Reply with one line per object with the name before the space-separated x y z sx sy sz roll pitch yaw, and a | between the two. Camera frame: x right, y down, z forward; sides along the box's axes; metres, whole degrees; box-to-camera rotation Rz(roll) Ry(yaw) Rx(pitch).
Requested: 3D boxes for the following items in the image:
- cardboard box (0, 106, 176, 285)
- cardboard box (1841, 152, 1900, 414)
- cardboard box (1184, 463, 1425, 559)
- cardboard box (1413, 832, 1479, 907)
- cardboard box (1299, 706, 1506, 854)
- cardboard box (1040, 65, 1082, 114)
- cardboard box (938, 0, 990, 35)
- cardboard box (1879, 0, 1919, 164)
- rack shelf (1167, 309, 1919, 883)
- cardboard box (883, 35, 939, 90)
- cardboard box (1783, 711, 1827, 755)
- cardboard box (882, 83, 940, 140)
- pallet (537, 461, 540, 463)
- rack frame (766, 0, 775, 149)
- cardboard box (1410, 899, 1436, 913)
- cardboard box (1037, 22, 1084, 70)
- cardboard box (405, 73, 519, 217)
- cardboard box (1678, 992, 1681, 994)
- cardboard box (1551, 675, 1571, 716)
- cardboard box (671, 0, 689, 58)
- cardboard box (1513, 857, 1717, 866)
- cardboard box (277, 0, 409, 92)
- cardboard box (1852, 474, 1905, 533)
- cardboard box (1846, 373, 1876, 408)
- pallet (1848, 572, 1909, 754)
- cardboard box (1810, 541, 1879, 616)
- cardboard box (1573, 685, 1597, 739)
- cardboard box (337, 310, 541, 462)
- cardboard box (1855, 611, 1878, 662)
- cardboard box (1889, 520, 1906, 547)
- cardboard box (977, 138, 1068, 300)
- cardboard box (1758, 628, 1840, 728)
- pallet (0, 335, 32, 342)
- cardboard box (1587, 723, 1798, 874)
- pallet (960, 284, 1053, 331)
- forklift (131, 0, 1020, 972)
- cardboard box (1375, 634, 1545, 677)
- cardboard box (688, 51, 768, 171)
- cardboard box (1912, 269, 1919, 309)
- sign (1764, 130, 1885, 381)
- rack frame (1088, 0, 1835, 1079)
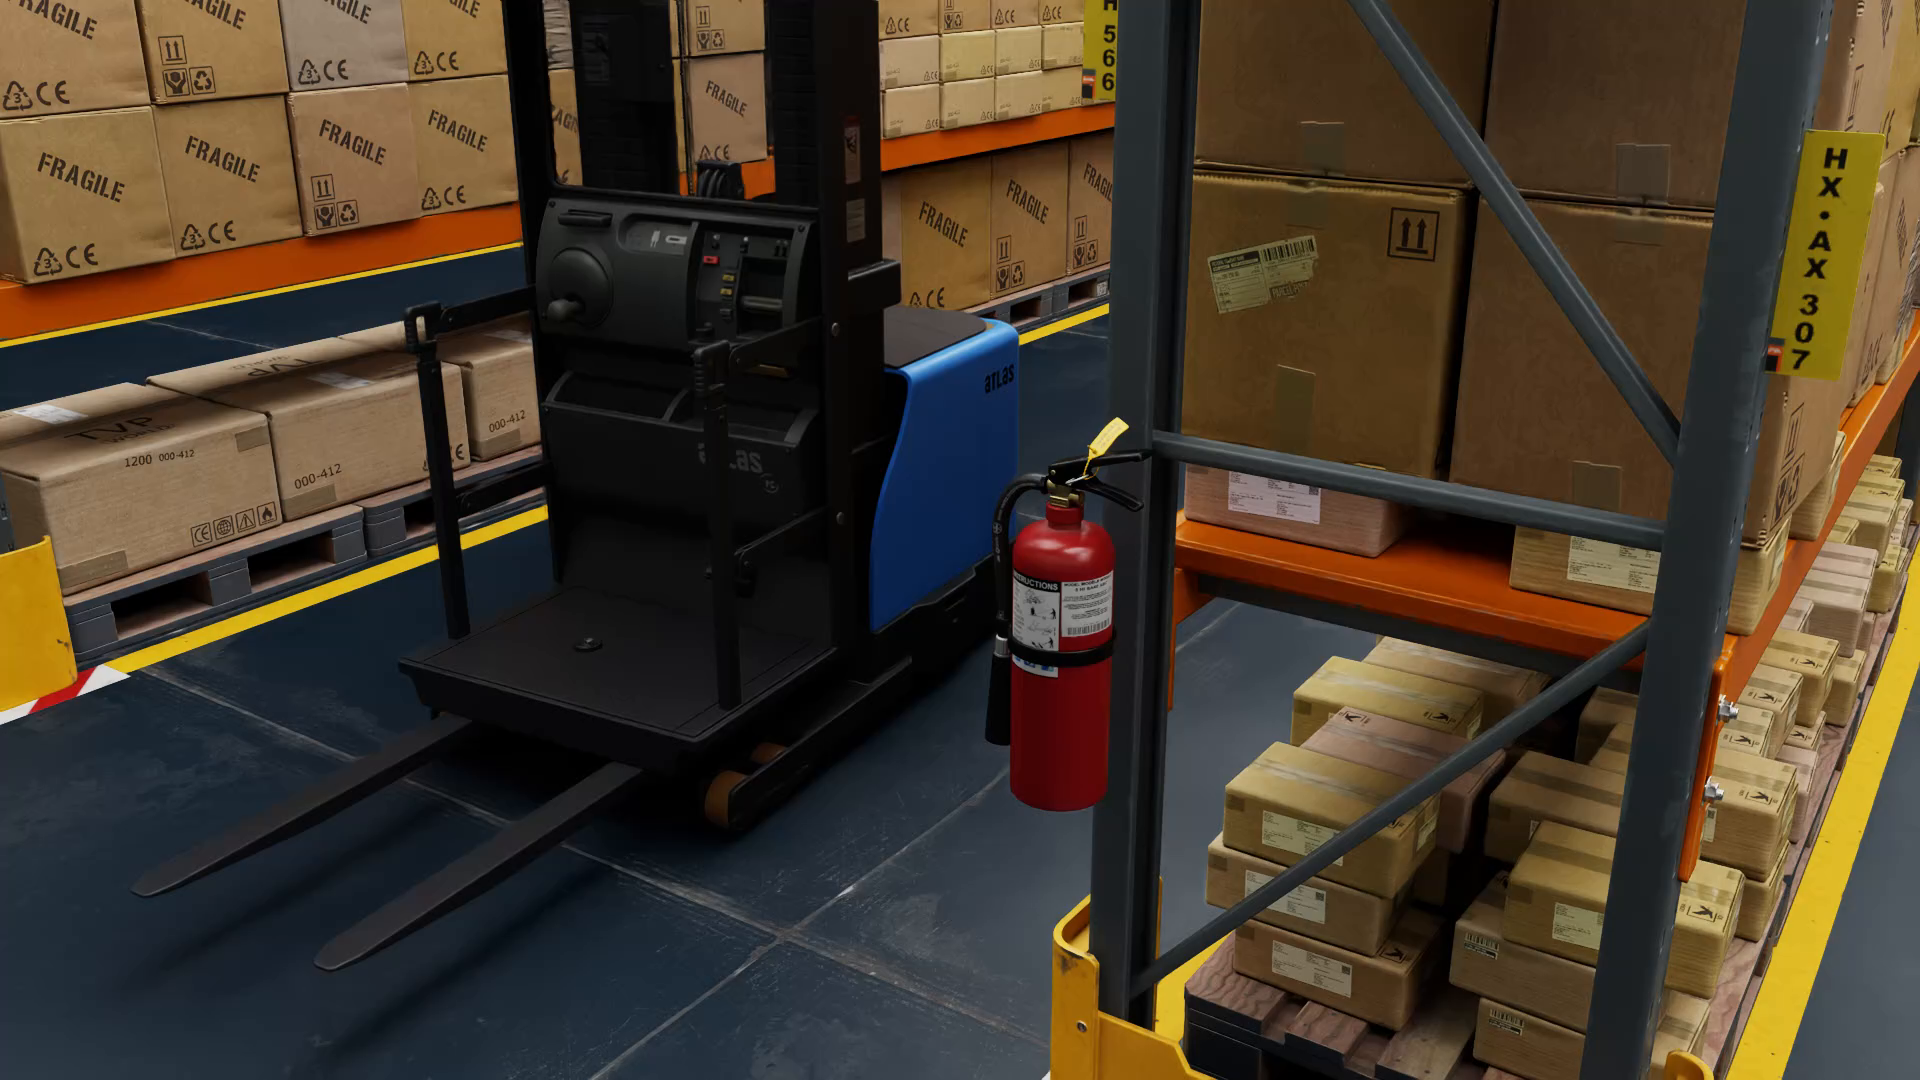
cardboard box | -2.949 -1.141 5.381 0.500 0.500 0.500 13 24 31
cardboard box | 1.455 -0.496 3.208 0.500 0.500 0.500 13 24 32
cardboard box | 0.644 -0.107 3.091 0.380 0.149 0.250 13 24 32
cardboard box | 0.946 0.653 3.750 0.380 0.149 0.250 13 24 31
cardboard box | 0.971 0.523 3.673 0.380 0.149 0.250 14 24 33
cardboard box | 0.400 -2.750 10.093 0.500 0.250 0.500 13 24 31
cardboard box | -0.176 -3.041 9.076 0.500 0.500 0.500 13 24 31
cardboard box | 1.444 -0.954 3.006 0.500 0.500 0.500 14 25 33
rack shelf | 1.818 -0.312 4.322 1.077 0.370 4.000 13 24 32
cardboard box | -0.458 -2.550 8.831 0.500 0.250 0.500 14 24 33
cardboard box | 2.112 0.530 4.512 0.380 0.149 0.250 13 24 32
cardboard box | -0.453 -2.313 8.910 0.500 0.250 0.500 13 24 31
pallet | -1.700 -0.649 8.215 1.003 0.211 1.213 13 24 32
rack frame | -1.208 -2.160 8.280 1.000 3.000 0.127 13 24 32
cardboard box | 0.878 0.779 3.839 0.380 0.149 0.250 14 25 33
cardboard box | 0.422 -2.984 10.005 0.500 0.250 0.500 13 24 30
cardboard box | -2.120 -1.581 6.570 0.500 0.500 0.500 14 25 34
cardboard box | 1.333 0.885 3.551 0.380 0.149 0.250 13 24 32
cardboard box | 1.485 0.347 4.577 0.380 0.149 0.250 15 25 34
cardboard box | -1.537 -2.342 7.188 0.500 0.500 0.500 13 24 31
cardboard box | 1.466 0.670 3.706 0.380 0.149 0.250 14 24 33
cardboard box | -2.384 -1.909 6.016 0.500 0.500 0.500 13 24 31
cardboard box | 2.847 -0.128 5.435 0.380 0.149 0.250 14 24 32
cardboard box | 1.982 -0.444 4.005 0.380 0.149 0.250 14 25 34
pallet | 2.594 0.284 5.693 1.003 0.211 1.213 13 24 32
cardboard box | 2.427 0.099 4.819 0.380 0.149 0.250 12 23 29
cardboard box | 1.692 0.429 4.785 0.380 0.149 0.250 14 25 33
cardboard box | -2.153 -0.739 7.526 0.875 0.438 0.875 12 24 30
cardboard box | 2.693 0.242 5.290 0.380 0.149 0.250 12 24 30
cardboard box | 2.887 0.010 5.490 0.380 0.149 0.250 12 23 29
cardboard box | 0.079 -2.071 10.497 0.875 0.875 0.875 14 24 32
cardboard box | 1.993 0.320 4.223 0.380 0.149 0.250 14 24 33
pallet | -6.387 -1.270 9.895 1.003 0.211 1.213 13 24 32
cardboard box | 1.573 0.551 3.597 0.380 0.149 0.250 13 24 32
pallet | -0.152 -1.439 10.352 1.003 0.211 1.213 13 24 32
forklift | -0.930 -0.749 4.565 1.130 2.935 3.031 11 23 27
cardboard box | 1.314 0.274 4.346 0.380 0.149 0.250 14 25 34
cardboard box | -1.257 -2.024 7.768 0.500 0.500 0.500 14 24 32
cardboard box | 2.331 -0.925 4.368 0.500 0.500 0.500 13 24 32
sign | 1.143 -0.376 2.210 0.100 0.325 0.005 13 24 32
rack frame | 0.697 -0.075 2.644 0.949 2.616 0.053 13 24 32
